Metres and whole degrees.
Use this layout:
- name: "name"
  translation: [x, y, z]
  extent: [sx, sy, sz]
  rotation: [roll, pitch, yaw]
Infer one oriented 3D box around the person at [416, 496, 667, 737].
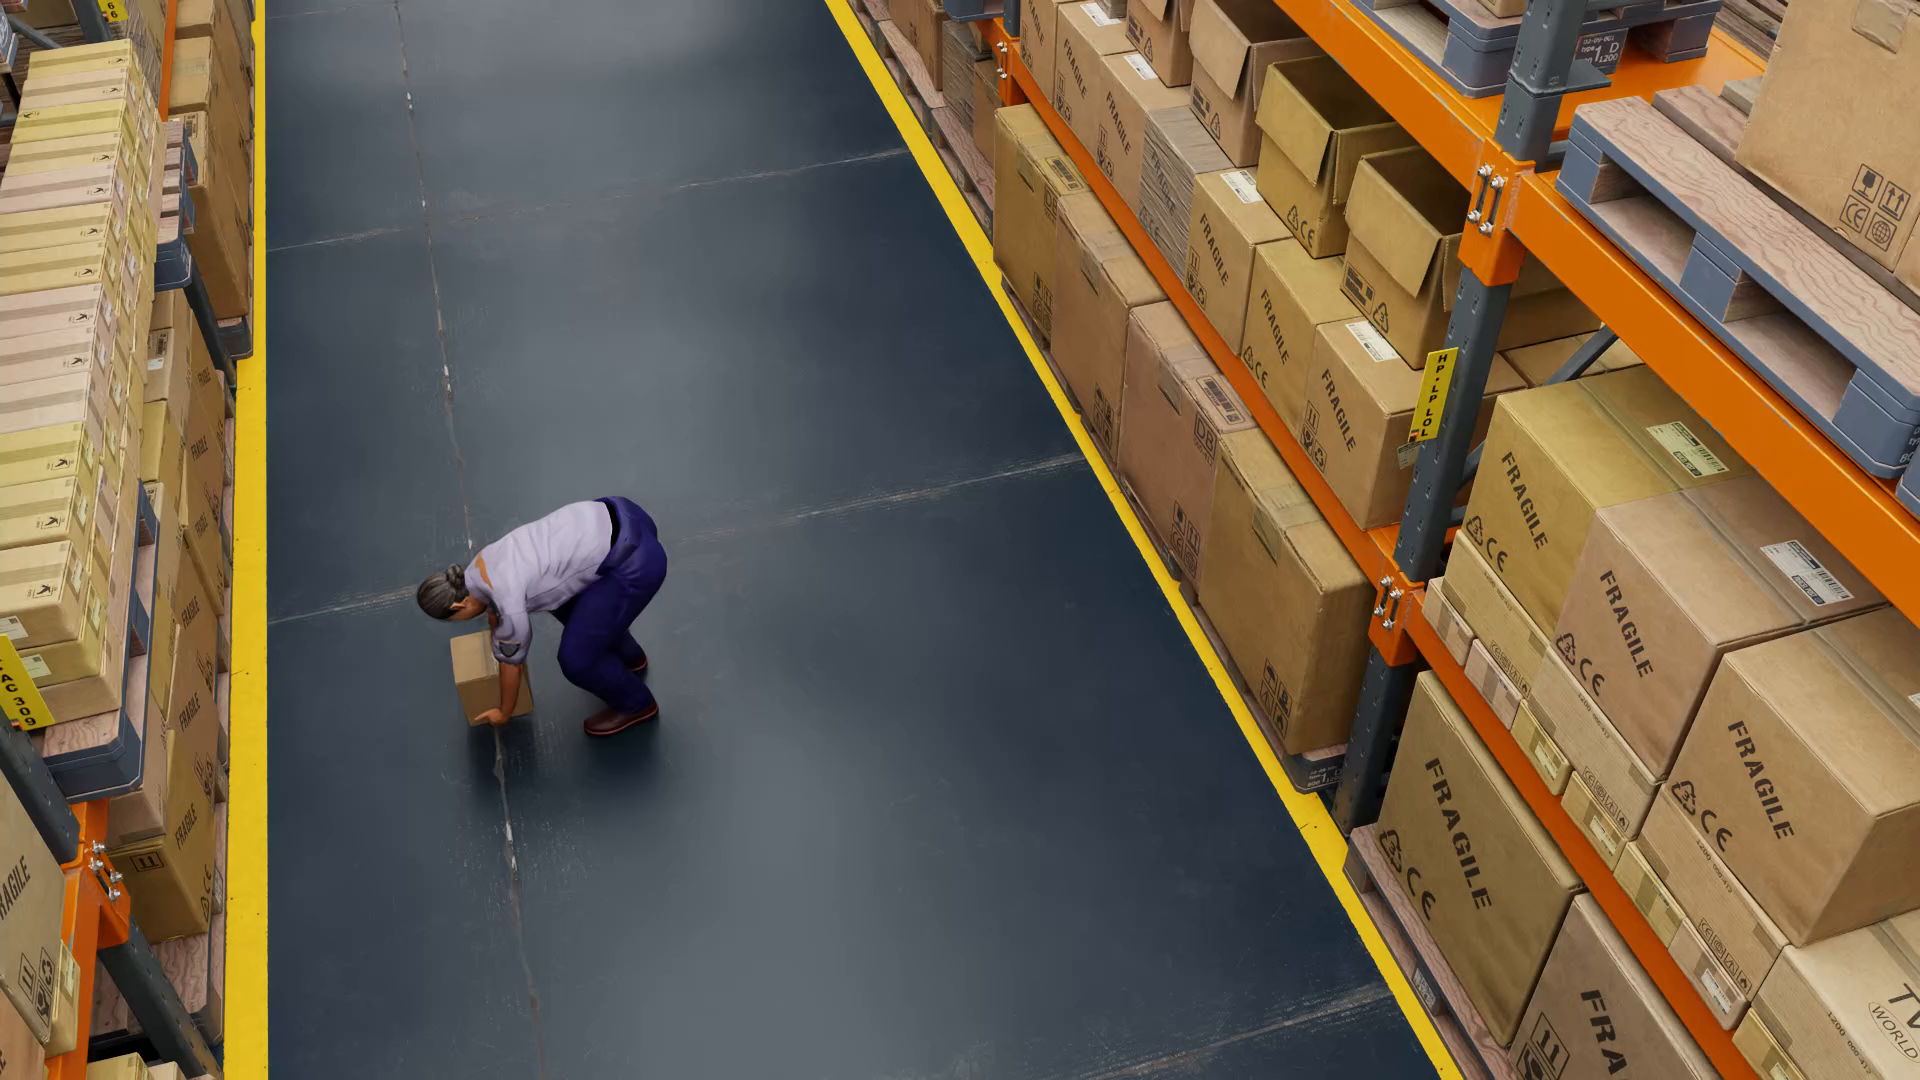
- name: "person"
  translation: [-1.548, 0.321, 6.344]
  extent: [0.907, 0.945, 0.503]
  rotation: [-14, 44, -15]
